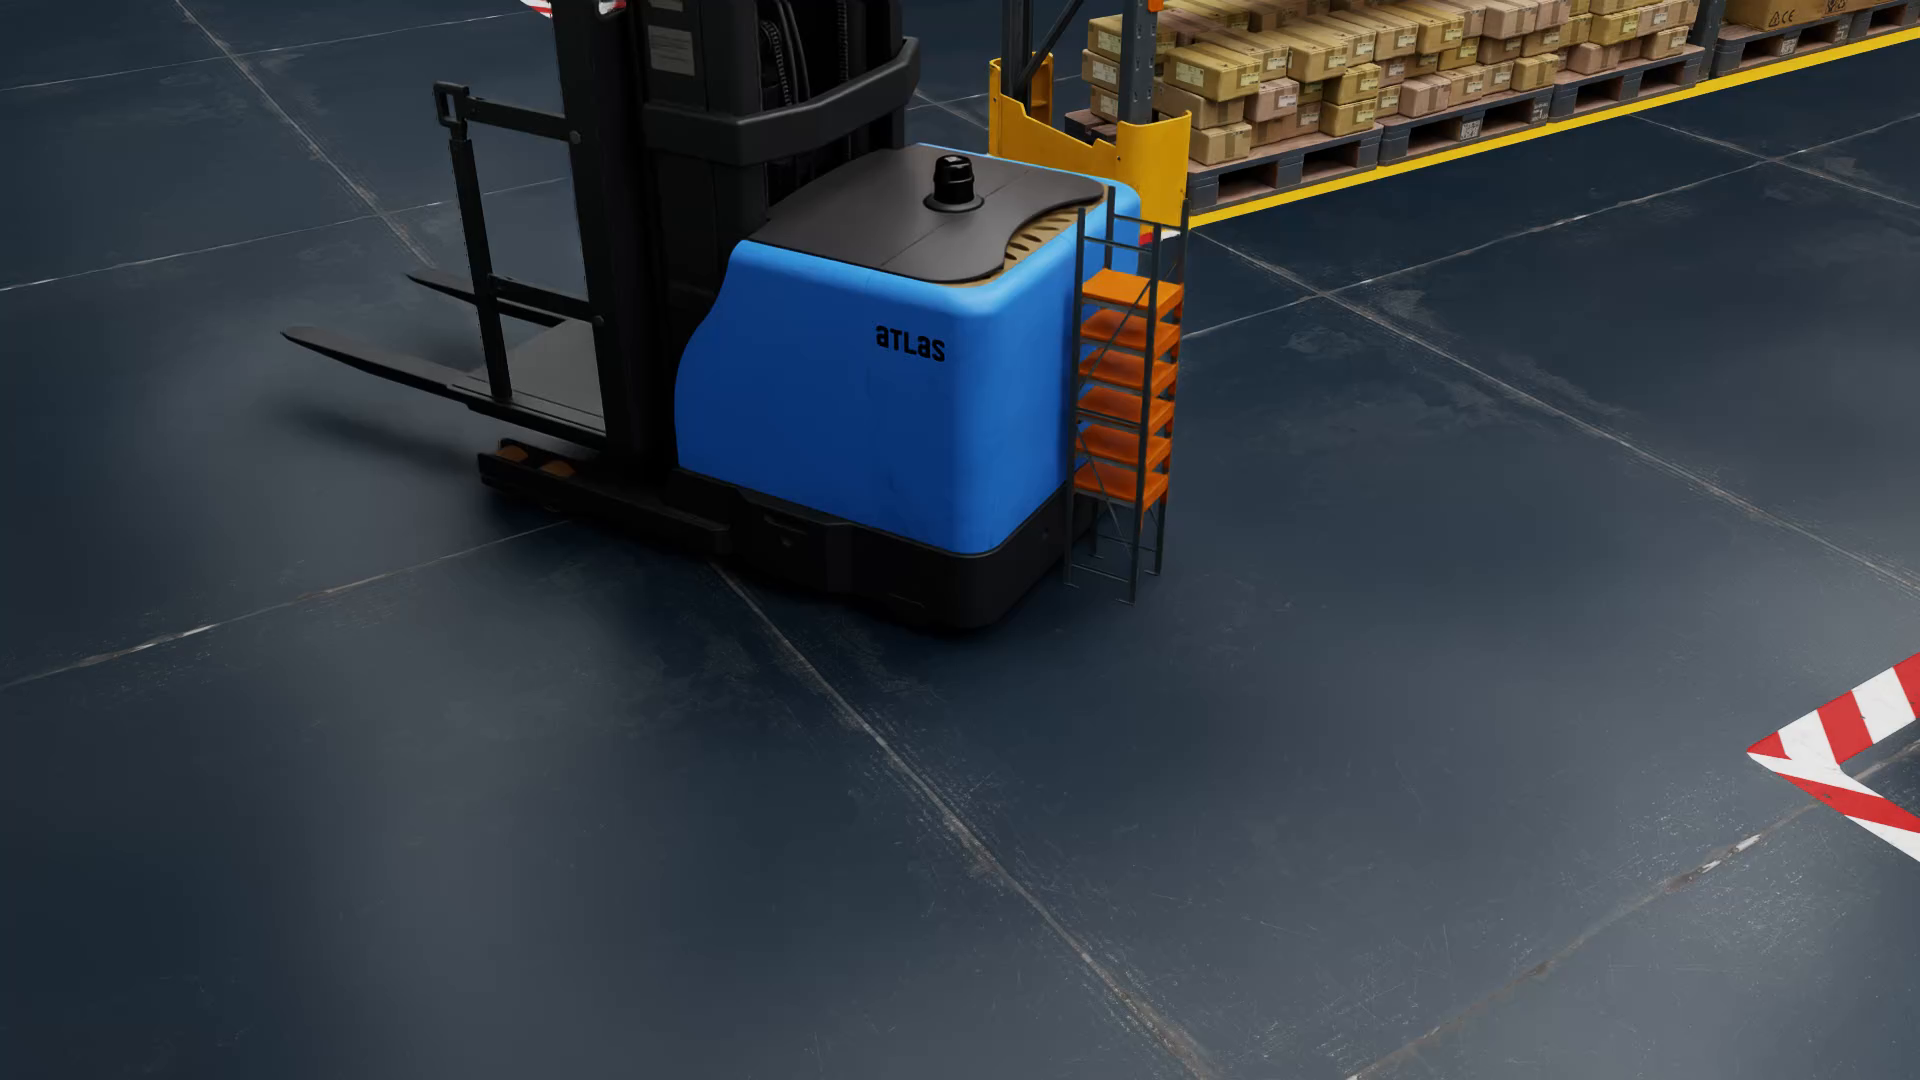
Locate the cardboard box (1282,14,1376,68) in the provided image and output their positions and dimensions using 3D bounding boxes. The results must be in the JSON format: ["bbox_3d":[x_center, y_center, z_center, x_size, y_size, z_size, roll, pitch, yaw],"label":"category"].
[{"bbox_3d":[1.749,-2.375,7.925,0.250,0.149,0.380,-21,38,-30],"label":"cardboard box"}]

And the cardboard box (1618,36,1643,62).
[{"bbox_3d":[3.466,-2.719,9.028,0.250,0.149,0.380,-18,36,-26],"label":"cardboard box"}]

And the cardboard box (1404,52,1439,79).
[{"bbox_3d":[2.163,-2.435,8.298,0.250,0.149,0.380,-17,36,-25],"label":"cardboard box"}]

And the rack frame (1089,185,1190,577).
[{"bbox_3d":[0.508,-0.427,4.802,0.240,1.200,0.006,17,36,25],"label":"rack frame"}]

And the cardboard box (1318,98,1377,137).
[{"bbox_3d":[1.782,-2.087,8.025,0.250,0.149,0.380,-18,37,-27],"label":"cardboard box"}]

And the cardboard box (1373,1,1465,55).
[{"bbox_3d":[2.233,-2.507,8.134,0.250,0.149,0.380,-18,37,-27],"label":"cardboard box"}]

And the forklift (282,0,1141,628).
[{"bbox_3d":[-0.984,-1.554,4.967,3.031,2.935,1.130,17,36,25],"label":"forklift"}]

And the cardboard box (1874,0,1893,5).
[{"bbox_3d":[5.517,-3.578,10.059,0.500,0.500,0.500,-18,37,-26],"label":"cardboard box"}]

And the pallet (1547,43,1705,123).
[{"bbox_3d":[3.330,-2.662,9.272,1.213,0.211,1.003,-19,37,-27],"label":"pallet"}]

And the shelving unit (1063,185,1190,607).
[{"bbox_3d":[0.462,-0.384,4.735,0.258,1.200,0.189,17,36,25],"label":"shelving unit"}]

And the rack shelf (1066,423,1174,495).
[{"bbox_3d":[0.462,-0.245,4.822,0.258,0.103,0.180,17,36,25],"label":"rack shelf"}]

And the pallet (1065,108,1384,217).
[{"bbox_3d":[1.279,-1.957,8.154,1.213,0.211,1.003,-19,37,-27],"label":"pallet"}]

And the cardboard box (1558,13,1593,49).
[{"bbox_3d":[3.082,-2.718,8.746,0.250,0.149,0.380,-19,37,-27],"label":"cardboard box"}]

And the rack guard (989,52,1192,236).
[{"bbox_3d":[0.577,-1.860,7.730,0.348,0.500,1.175,-19,37,-27],"label":"rack guard"}]

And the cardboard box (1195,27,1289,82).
[{"bbox_3d":[1.304,-2.251,7.728,0.250,0.149,0.380,-18,37,-26],"label":"cardboard box"}]

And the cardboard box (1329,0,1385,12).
[{"bbox_3d":[1.941,-2.739,8.502,0.250,0.149,0.380,-20,38,-29],"label":"cardboard box"}]

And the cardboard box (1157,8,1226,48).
[{"bbox_3d":[1.063,-2.432,8.015,0.250,0.149,0.380,-18,37,-26],"label":"cardboard box"}]

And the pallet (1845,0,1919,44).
[{"bbox_3d":[5.555,-3.452,10.525,1.213,0.211,1.003,-19,37,-27],"label":"pallet"}]

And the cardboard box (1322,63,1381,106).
[{"bbox_3d":[1.786,-2.219,7.956,0.250,0.149,0.380,-18,36,-26],"label":"cardboard box"}]

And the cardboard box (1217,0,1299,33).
[{"bbox_3d":[1.464,-2.610,8.297,0.250,0.149,0.380,-21,38,-29],"label":"cardboard box"}]

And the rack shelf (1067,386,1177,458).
[{"bbox_3d":[0.462,-0.347,4.758,0.258,0.103,0.180,17,36,25],"label":"rack shelf"}]

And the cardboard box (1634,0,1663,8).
[{"bbox_3d":[3.524,-2.964,8.857,0.250,0.149,0.380,-18,37,-27],"label":"cardboard box"}]

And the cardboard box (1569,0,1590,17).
[{"bbox_3d":[3.058,-2.848,8.675,0.250,0.149,0.380,-18,36,-26],"label":"cardboard box"}]

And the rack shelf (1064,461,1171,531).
[{"bbox_3d":[0.462,-0.144,4.886,0.258,0.103,0.180,17,36,25],"label":"rack shelf"}]

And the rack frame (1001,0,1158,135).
[{"bbox_3d":[0.513,-2.895,7.028,0.127,3.000,1.000,-19,37,-27],"label":"rack frame"}]

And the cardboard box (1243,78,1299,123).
[{"bbox_3d":[1.353,-2.083,7.740,0.250,0.149,0.380,-19,37,-27],"label":"cardboard box"}]

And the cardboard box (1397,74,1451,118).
[{"bbox_3d":[2.201,-2.236,8.262,0.250,0.149,0.380,-21,38,-30],"label":"cardboard box"}]

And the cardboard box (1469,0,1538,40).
[{"bbox_3d":[2.661,-2.645,8.353,0.250,0.149,0.380,-20,38,-29],"label":"cardboard box"}]

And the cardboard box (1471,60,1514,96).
[{"bbox_3d":[2.605,-2.413,8.542,0.250,0.149,0.380,-18,37,-26],"label":"cardboard box"}]

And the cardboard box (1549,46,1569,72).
[{"bbox_3d":[2.992,-2.592,8.827,0.250,0.149,0.380,-20,37,-28],"label":"cardboard box"}]

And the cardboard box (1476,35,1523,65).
[{"bbox_3d":[2.643,-2.567,8.507,0.250,0.149,0.380,-21,38,-29],"label":"cardboard box"}]

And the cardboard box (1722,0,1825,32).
[{"bbox_3d":[4.640,-3.266,9.566,0.500,0.500,0.500,-17,36,-25],"label":"cardboard box"}]

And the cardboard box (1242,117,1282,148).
[{"bbox_3d":[1.303,-1.987,7.867,0.250,0.149,0.380,-19,37,-27],"label":"cardboard box"}]

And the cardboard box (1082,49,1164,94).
[{"bbox_3d":[0.802,-2.273,8.042,0.250,0.149,0.380,-20,37,-29],"label":"cardboard box"}]

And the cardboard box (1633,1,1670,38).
[{"bbox_3d":[3.562,-2.832,8.927,0.250,0.149,0.380,-21,38,-29],"label":"cardboard box"}]

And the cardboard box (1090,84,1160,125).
[{"bbox_3d":[0.843,-2.113,8.066,0.250,0.149,0.380,-18,37,-26],"label":"cardboard box"}]
